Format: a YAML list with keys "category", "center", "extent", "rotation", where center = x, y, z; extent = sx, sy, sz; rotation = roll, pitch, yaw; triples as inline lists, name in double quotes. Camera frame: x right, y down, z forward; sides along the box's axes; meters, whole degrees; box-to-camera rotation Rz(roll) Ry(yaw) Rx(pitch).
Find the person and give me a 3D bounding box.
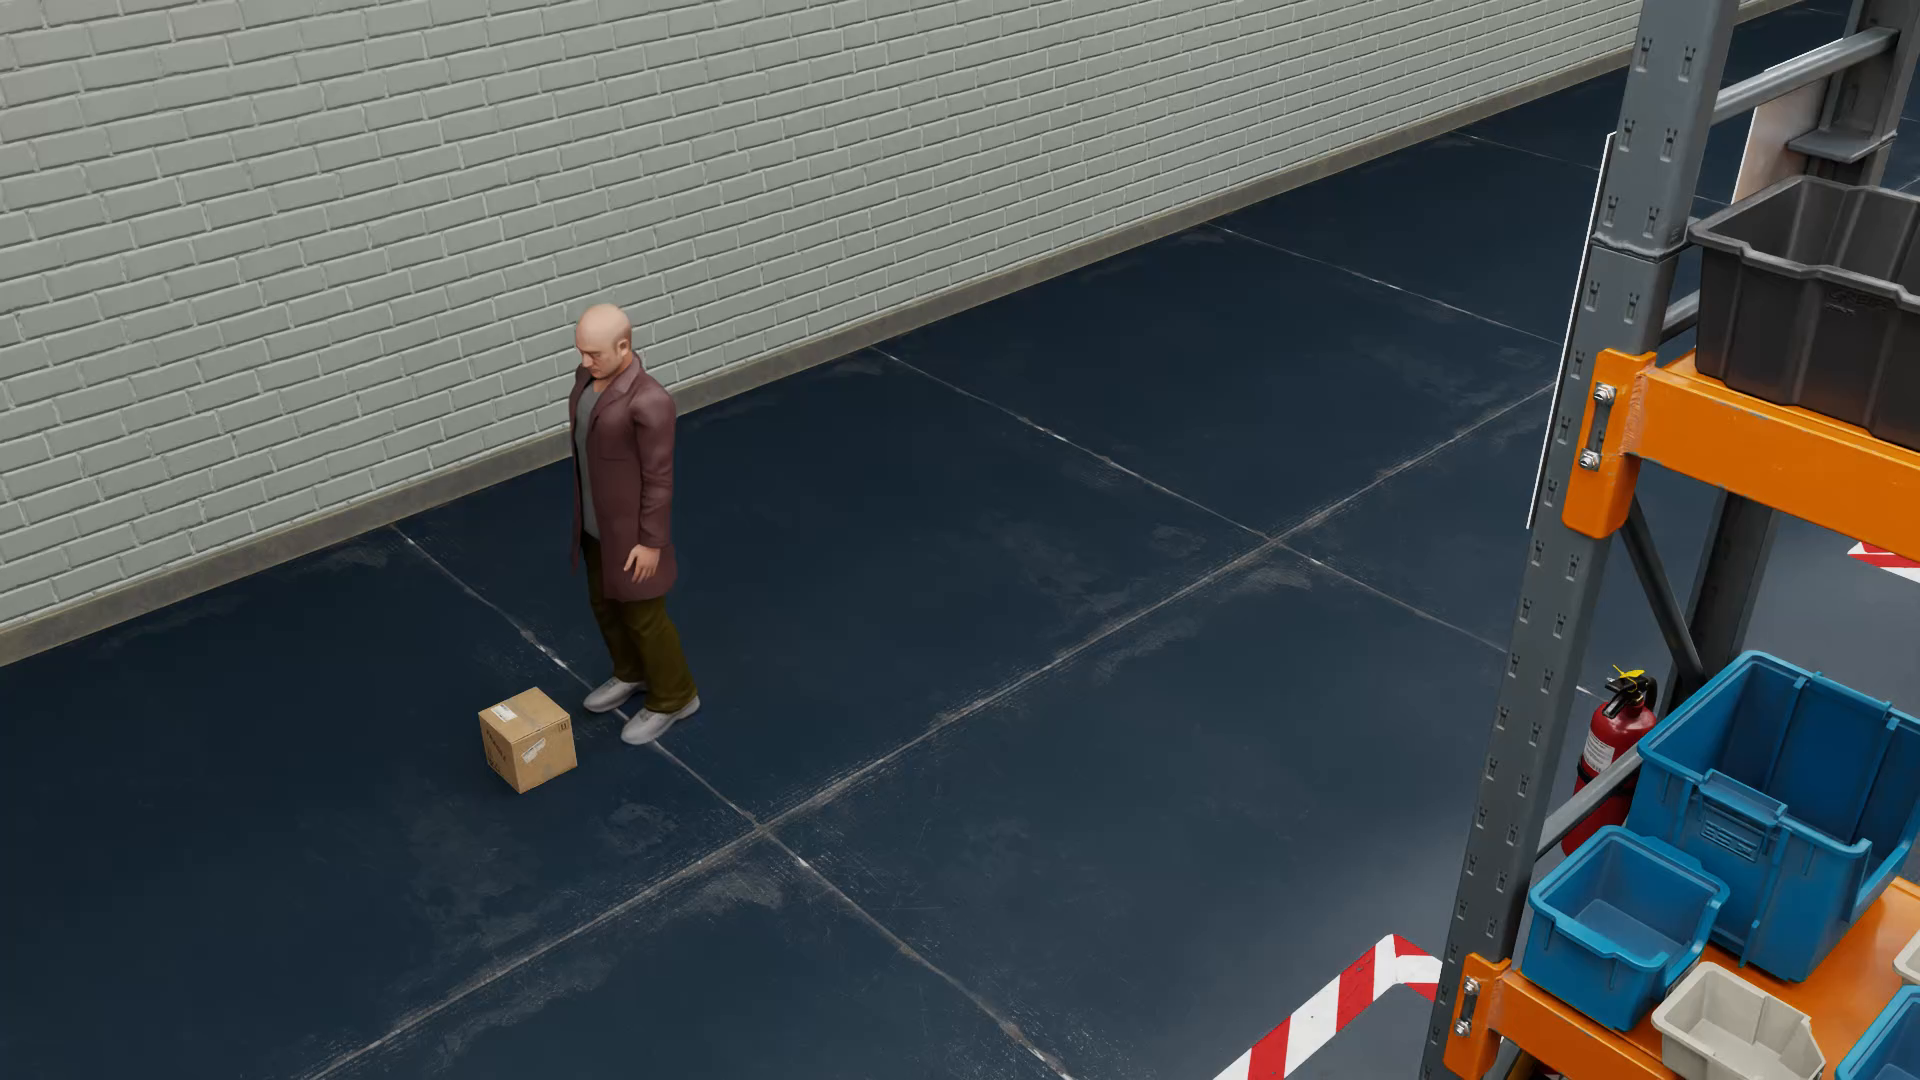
- category: "person"
  center: [-1.264, -0.055, 6.253]
  extent: [0.380, 1.779, 0.562]
  rotation: [-25, 39, -35]
